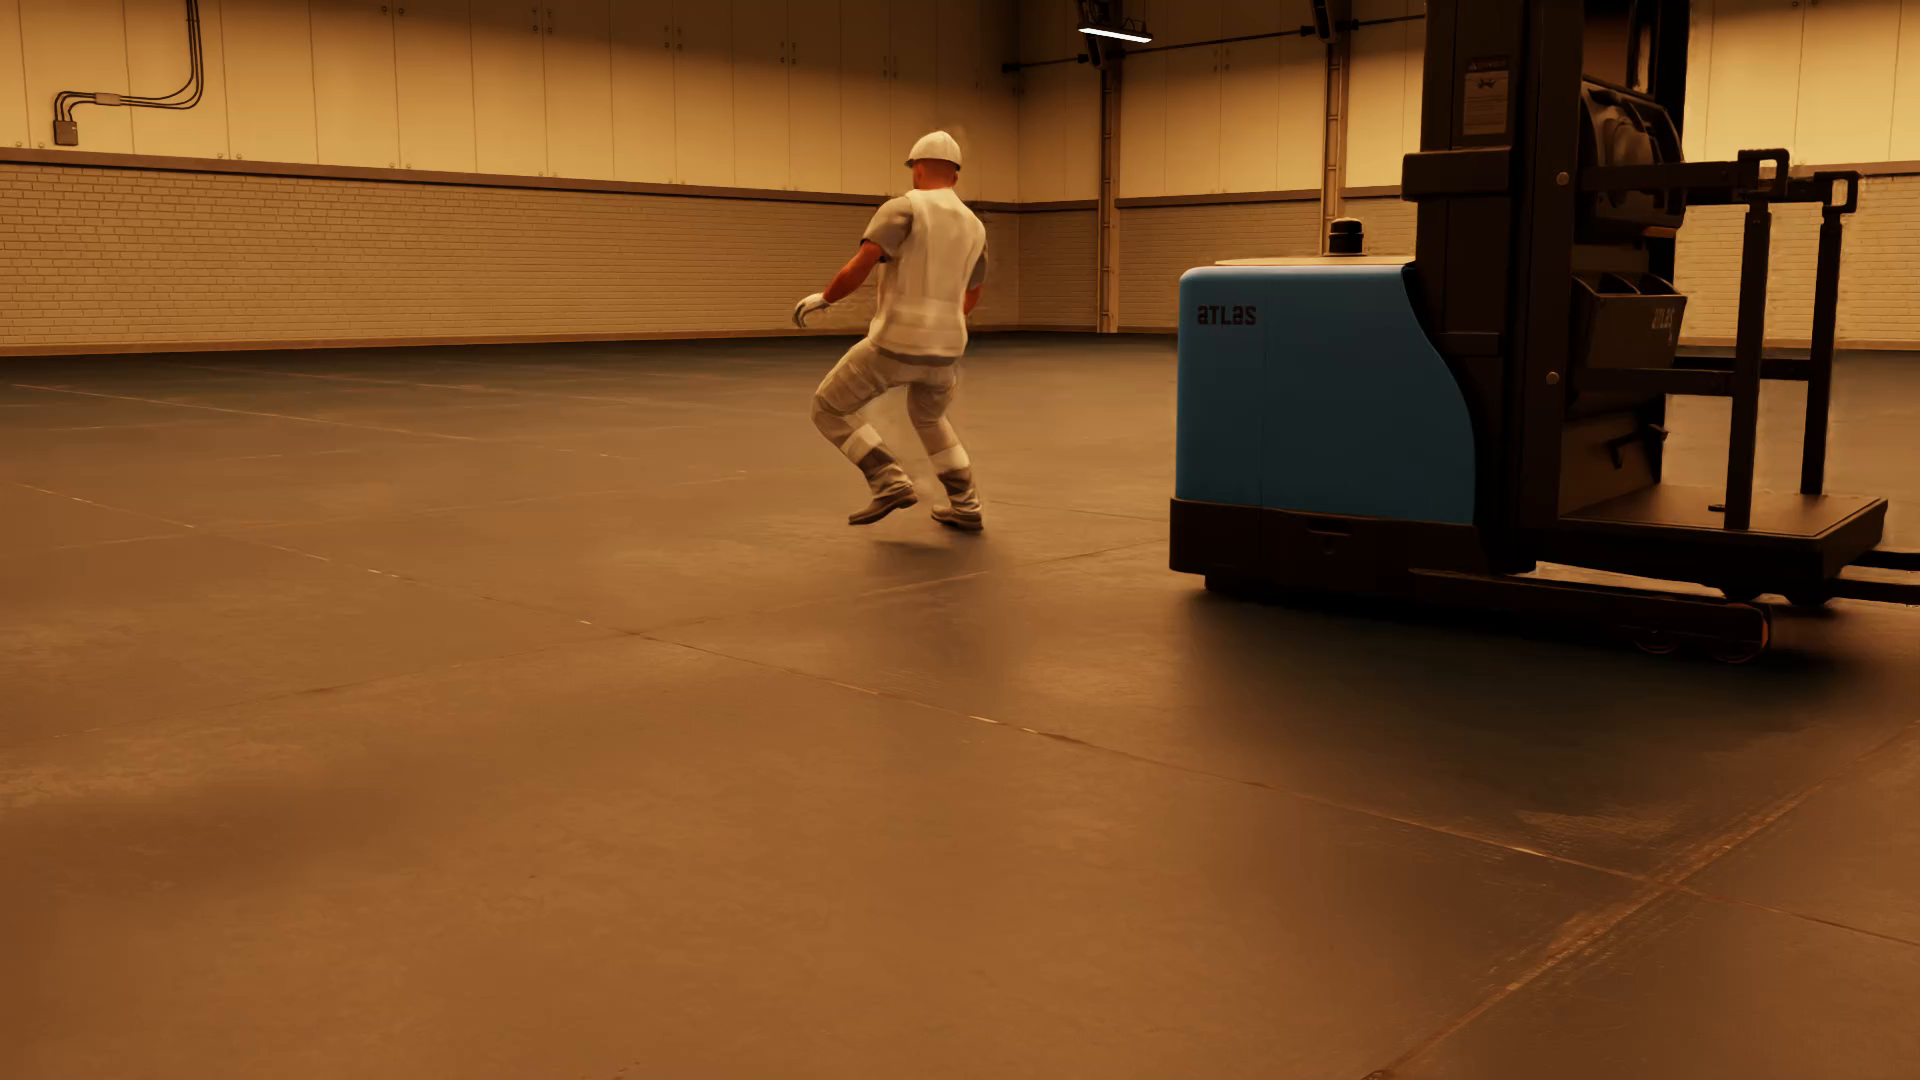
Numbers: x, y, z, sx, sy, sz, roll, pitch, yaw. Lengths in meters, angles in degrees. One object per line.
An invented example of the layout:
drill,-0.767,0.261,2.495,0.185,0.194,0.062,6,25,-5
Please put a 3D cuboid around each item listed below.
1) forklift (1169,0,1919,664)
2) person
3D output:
forklift,2.184,-1.204,4.869,3.031,2.935,1.130,6,11,37
person,-0.229,-0.820,6.741,0.907,1.624,0.632,-7,11,-41
